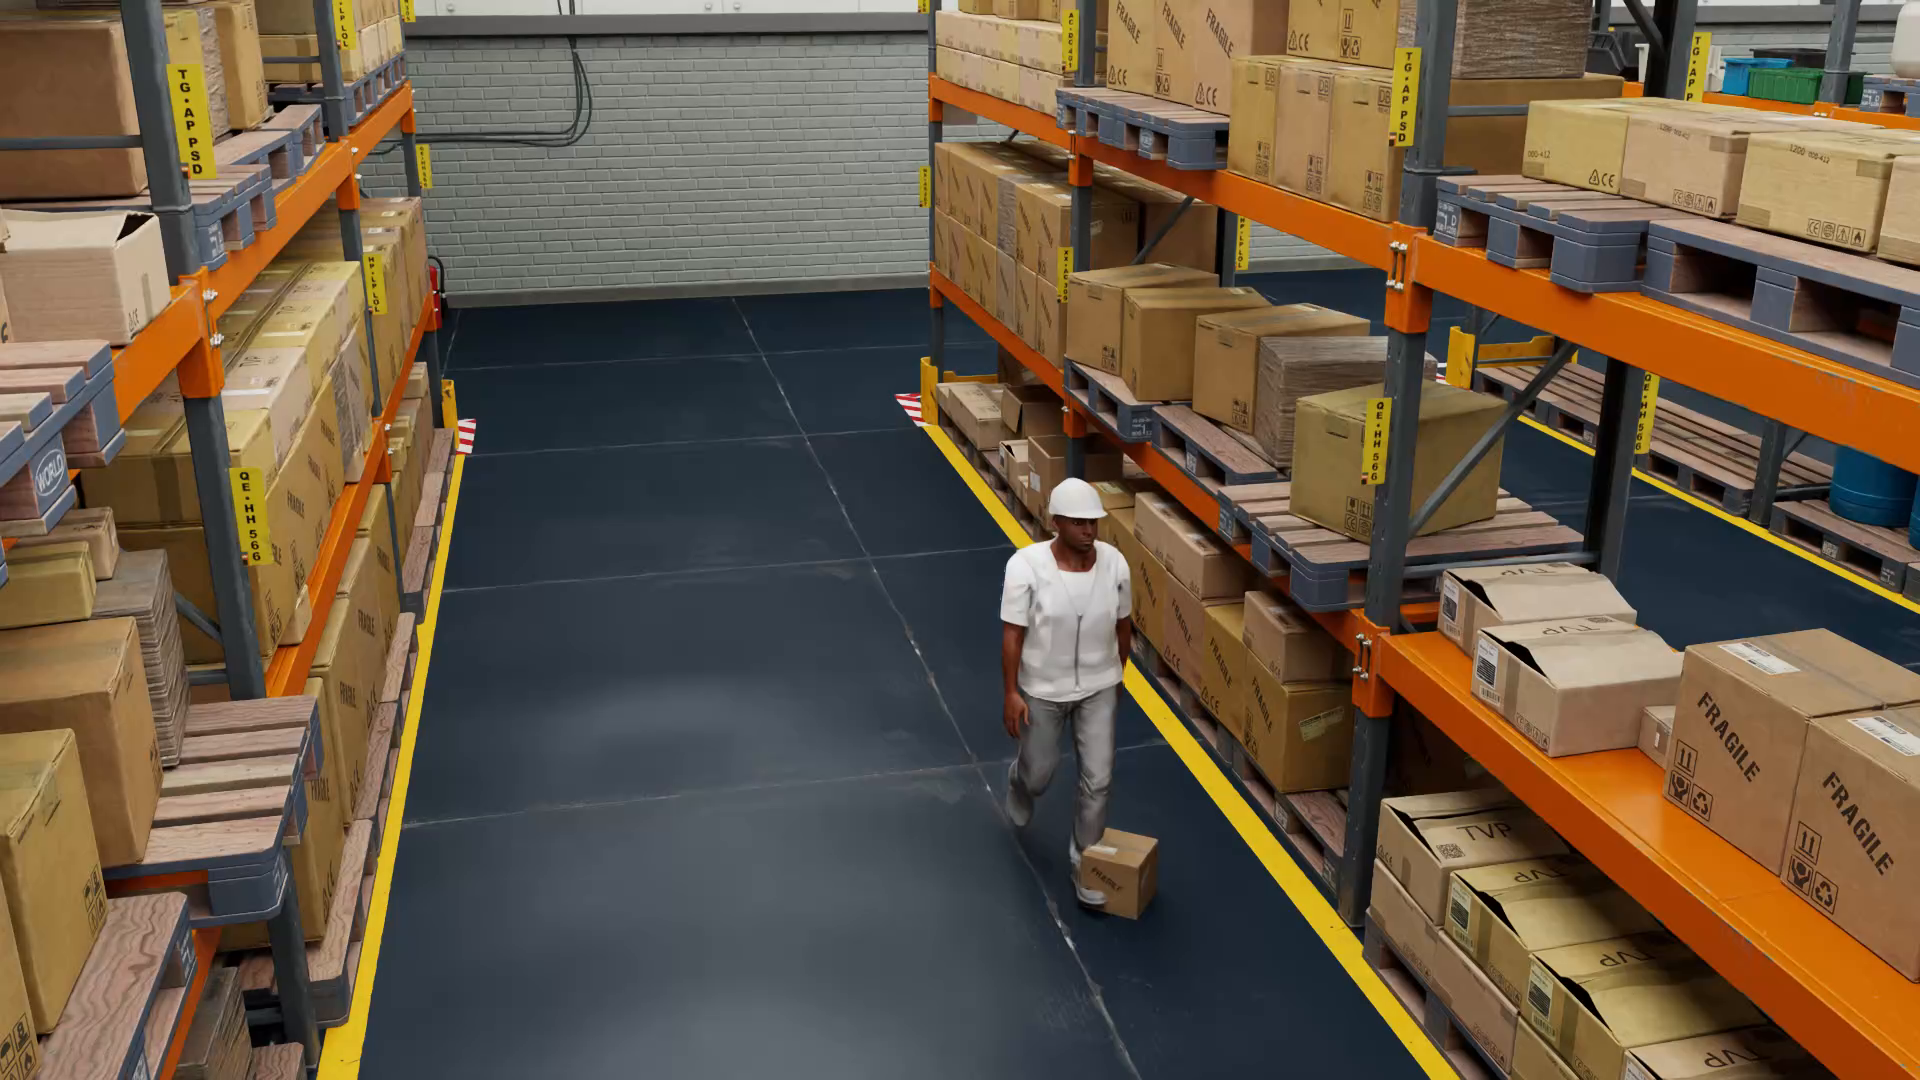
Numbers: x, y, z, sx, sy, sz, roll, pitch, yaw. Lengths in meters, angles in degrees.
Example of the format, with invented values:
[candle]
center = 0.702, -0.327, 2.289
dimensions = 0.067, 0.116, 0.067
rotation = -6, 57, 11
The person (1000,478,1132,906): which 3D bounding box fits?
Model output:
[person]
center = 0.434, 0.576, 6.864
dimensions = 0.568, 1.743, 0.813
rotation = -3, 20, -8
